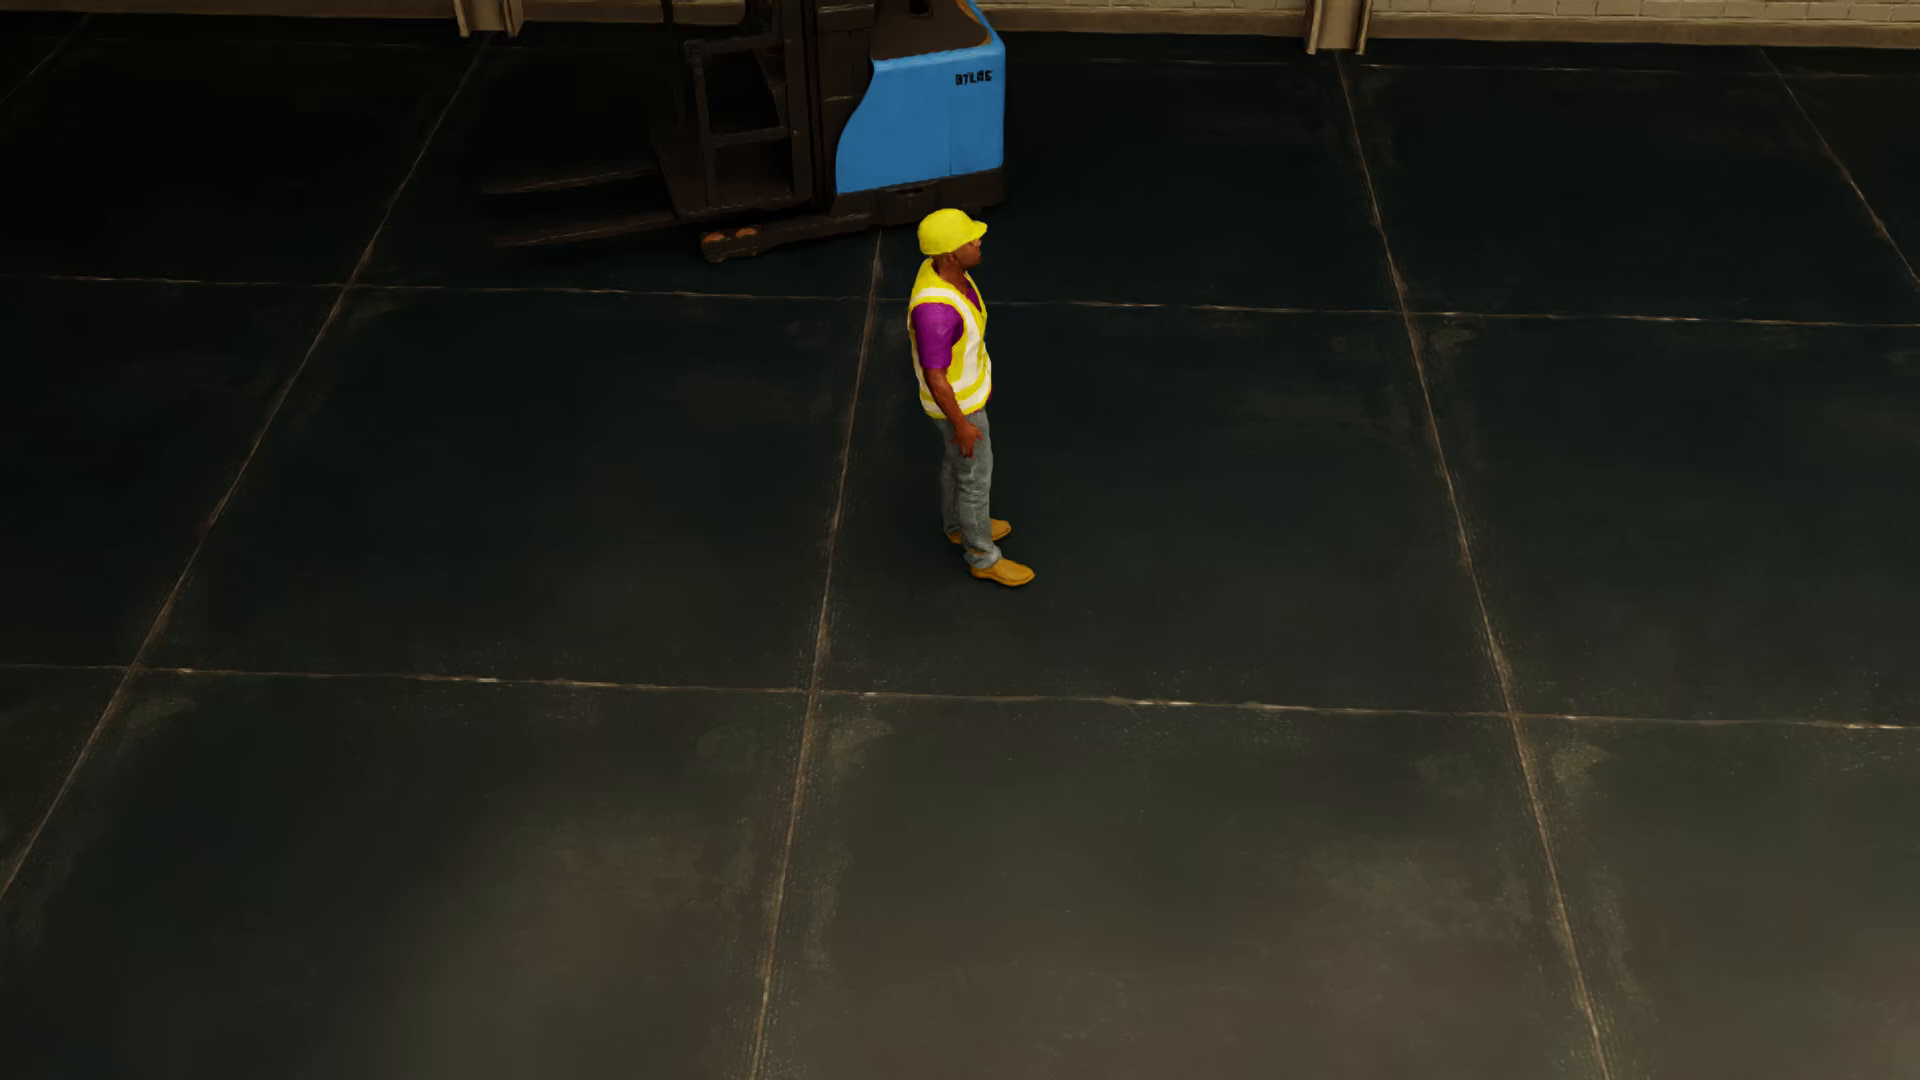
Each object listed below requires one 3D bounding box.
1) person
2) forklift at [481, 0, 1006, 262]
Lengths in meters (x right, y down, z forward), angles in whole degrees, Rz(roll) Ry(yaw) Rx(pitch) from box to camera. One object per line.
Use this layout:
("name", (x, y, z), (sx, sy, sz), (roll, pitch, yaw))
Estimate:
("person", (0.069, -0.652, 7.310), (0.576, 1.766, 0.665), (2, 42, 2))
("forklift", (-1.301, -3.099, 9.137), (3.031, 2.935, 1.130), (-12, 44, -13))
